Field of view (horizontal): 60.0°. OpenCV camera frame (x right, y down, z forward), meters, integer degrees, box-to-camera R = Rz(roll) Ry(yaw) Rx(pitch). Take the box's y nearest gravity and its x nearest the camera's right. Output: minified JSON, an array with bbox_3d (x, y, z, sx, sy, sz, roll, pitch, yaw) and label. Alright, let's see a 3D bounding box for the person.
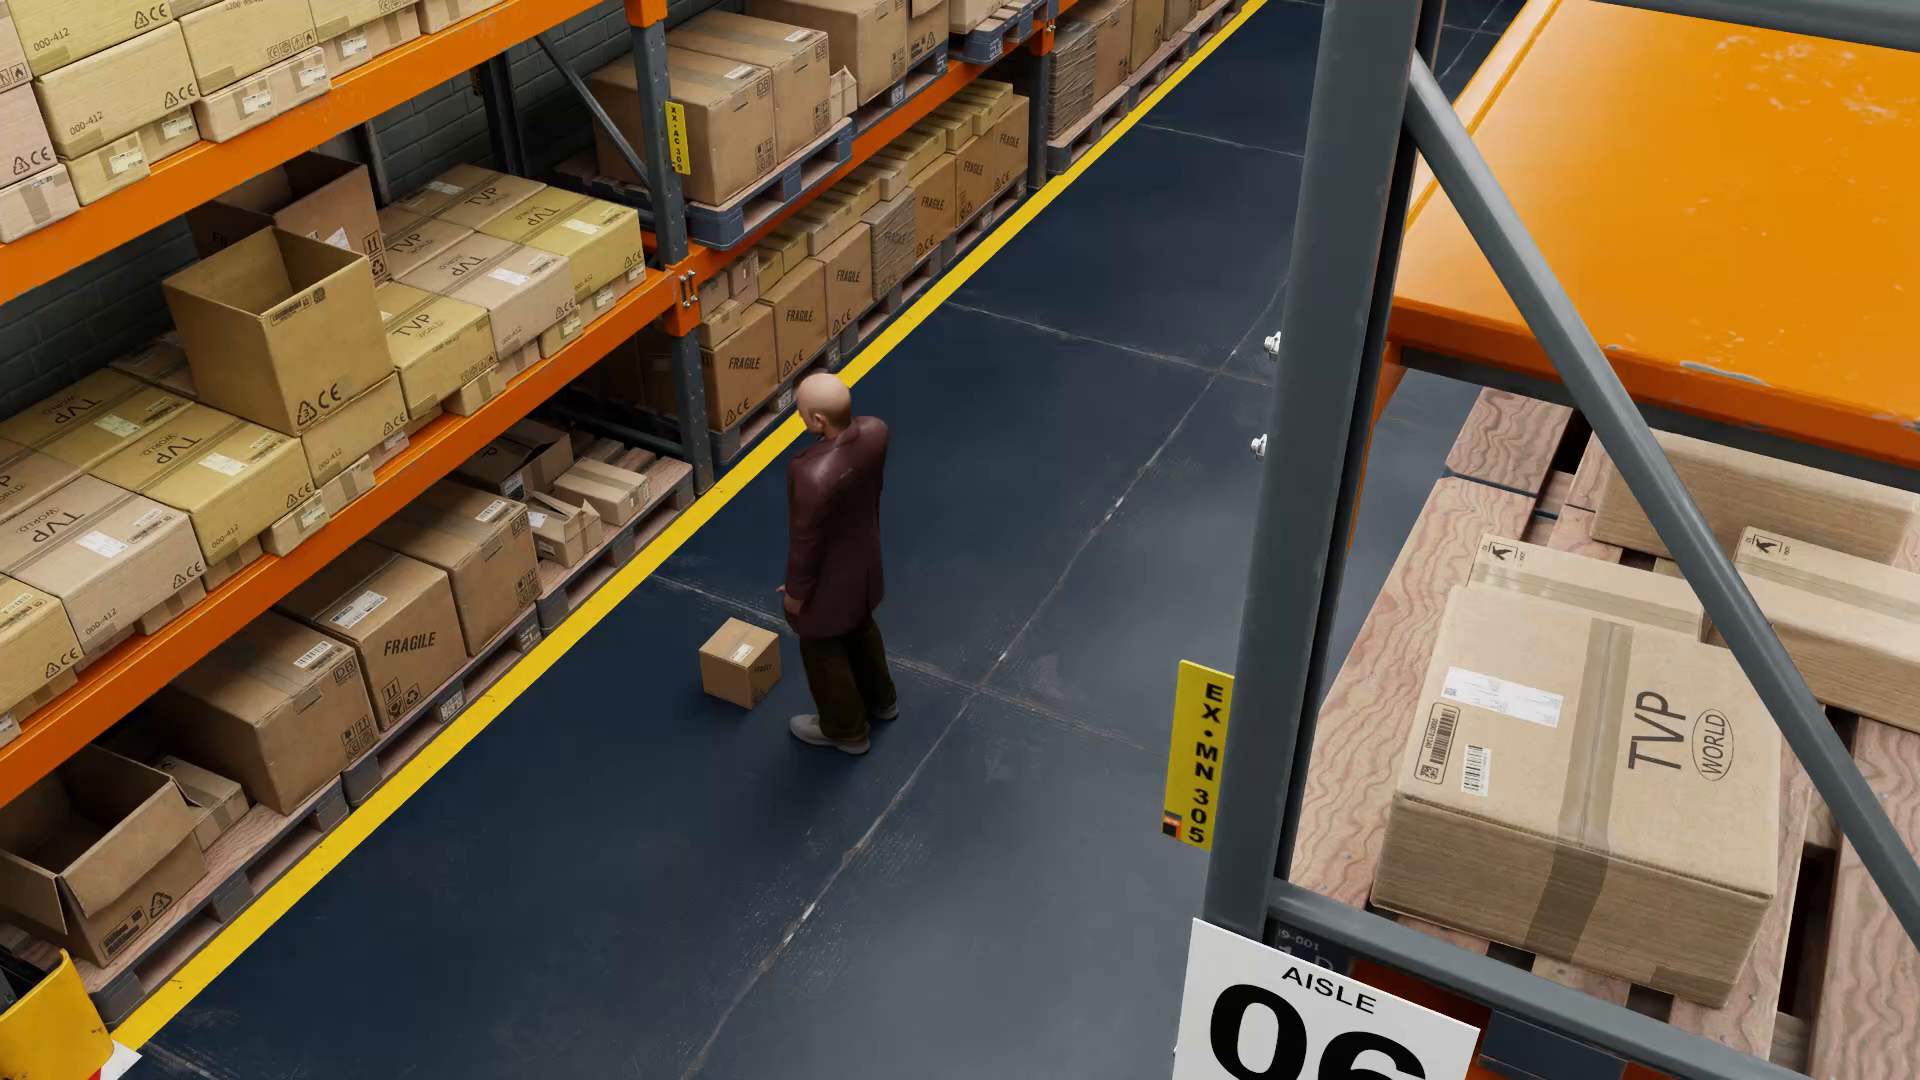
[{"bbox_3d":[-0.510,0.098,6.640,0.378,1.774,0.562,18,41,22],"label":"person"}]
